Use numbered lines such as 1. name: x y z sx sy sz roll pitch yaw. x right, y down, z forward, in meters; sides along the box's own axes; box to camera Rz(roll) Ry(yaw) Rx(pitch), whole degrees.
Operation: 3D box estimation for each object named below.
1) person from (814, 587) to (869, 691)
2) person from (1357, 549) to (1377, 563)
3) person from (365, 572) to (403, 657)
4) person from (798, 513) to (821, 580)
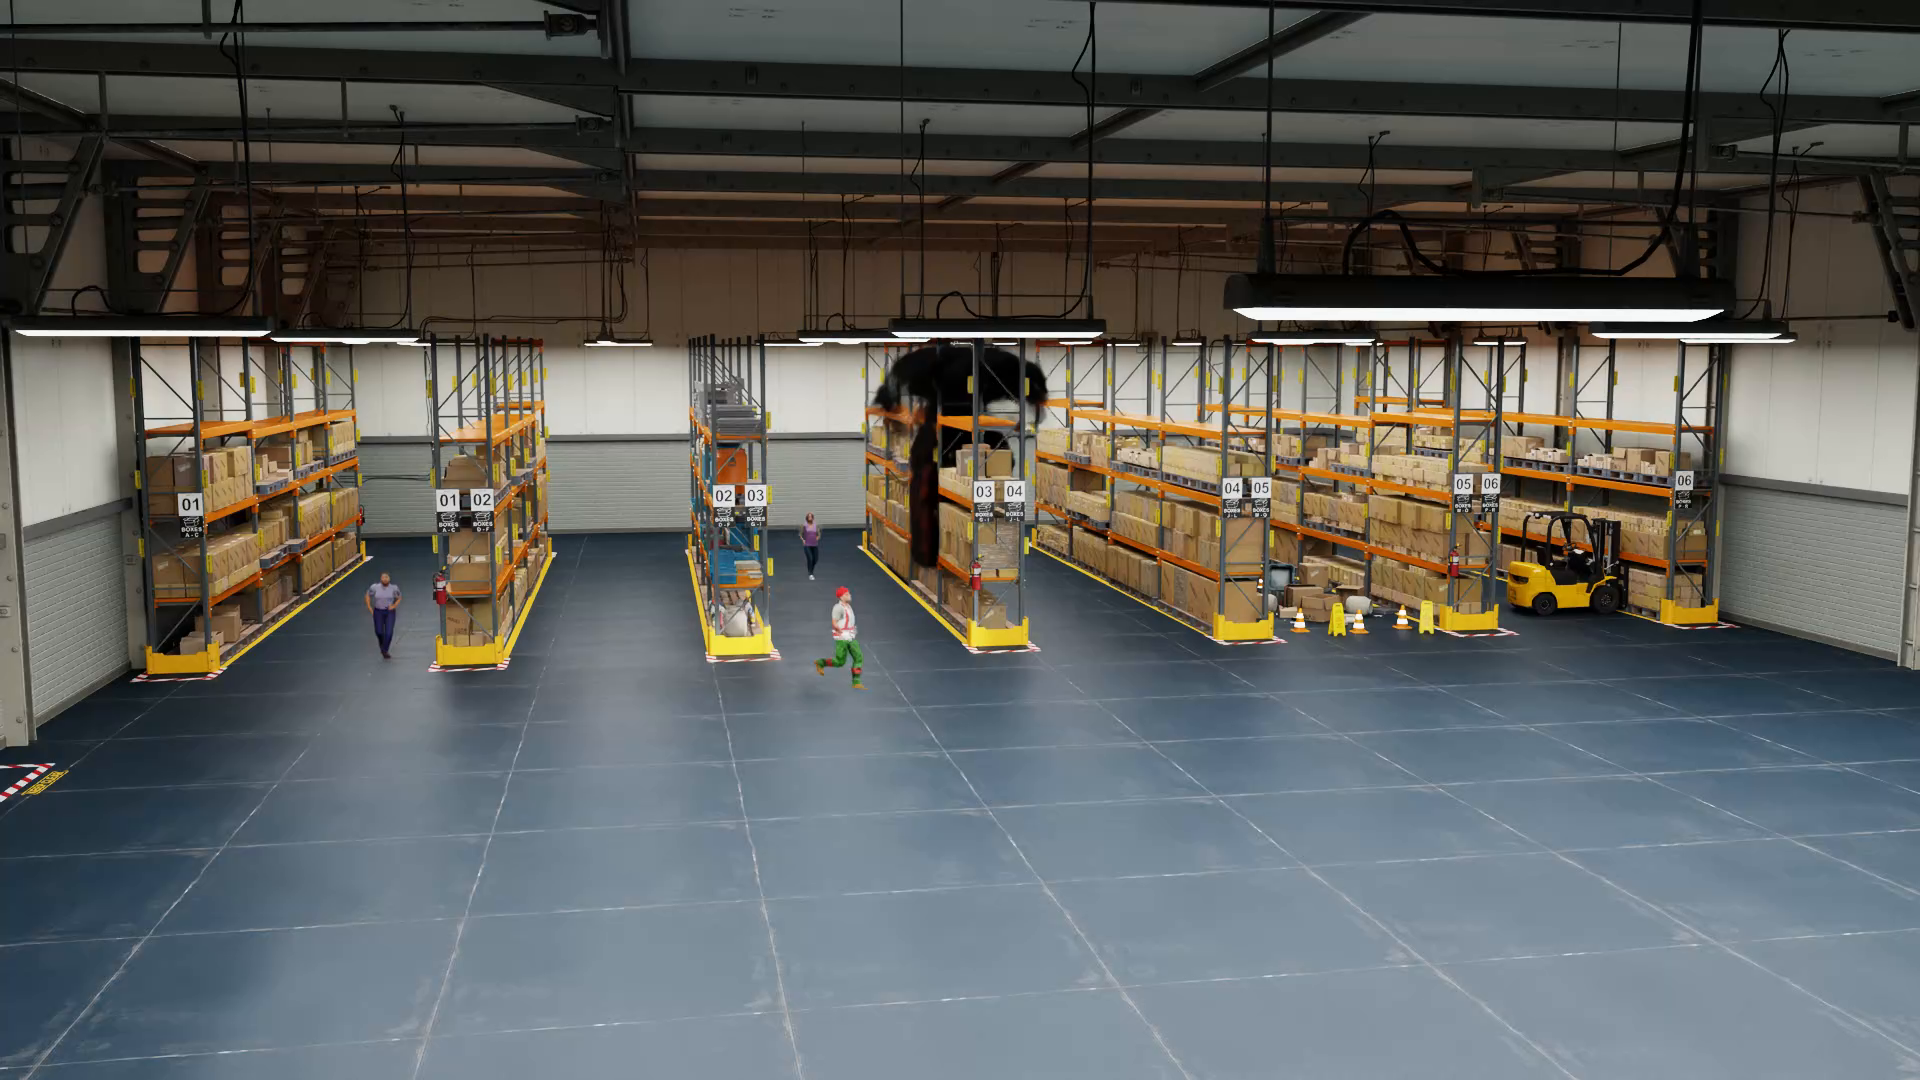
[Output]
1. person: -1.993 1.663 28.094 0.962 1.757 0.645 3 7 23
2. person: 10.589 0.011 43.328 0.539 1.558 0.761 -2 7 -15
3. person: -10.671 1.394 30.847 0.653 1.613 0.504 -2 7 -20
4. person: -3.559 0.142 39.429 0.539 1.560 0.562 -2 7 -17
